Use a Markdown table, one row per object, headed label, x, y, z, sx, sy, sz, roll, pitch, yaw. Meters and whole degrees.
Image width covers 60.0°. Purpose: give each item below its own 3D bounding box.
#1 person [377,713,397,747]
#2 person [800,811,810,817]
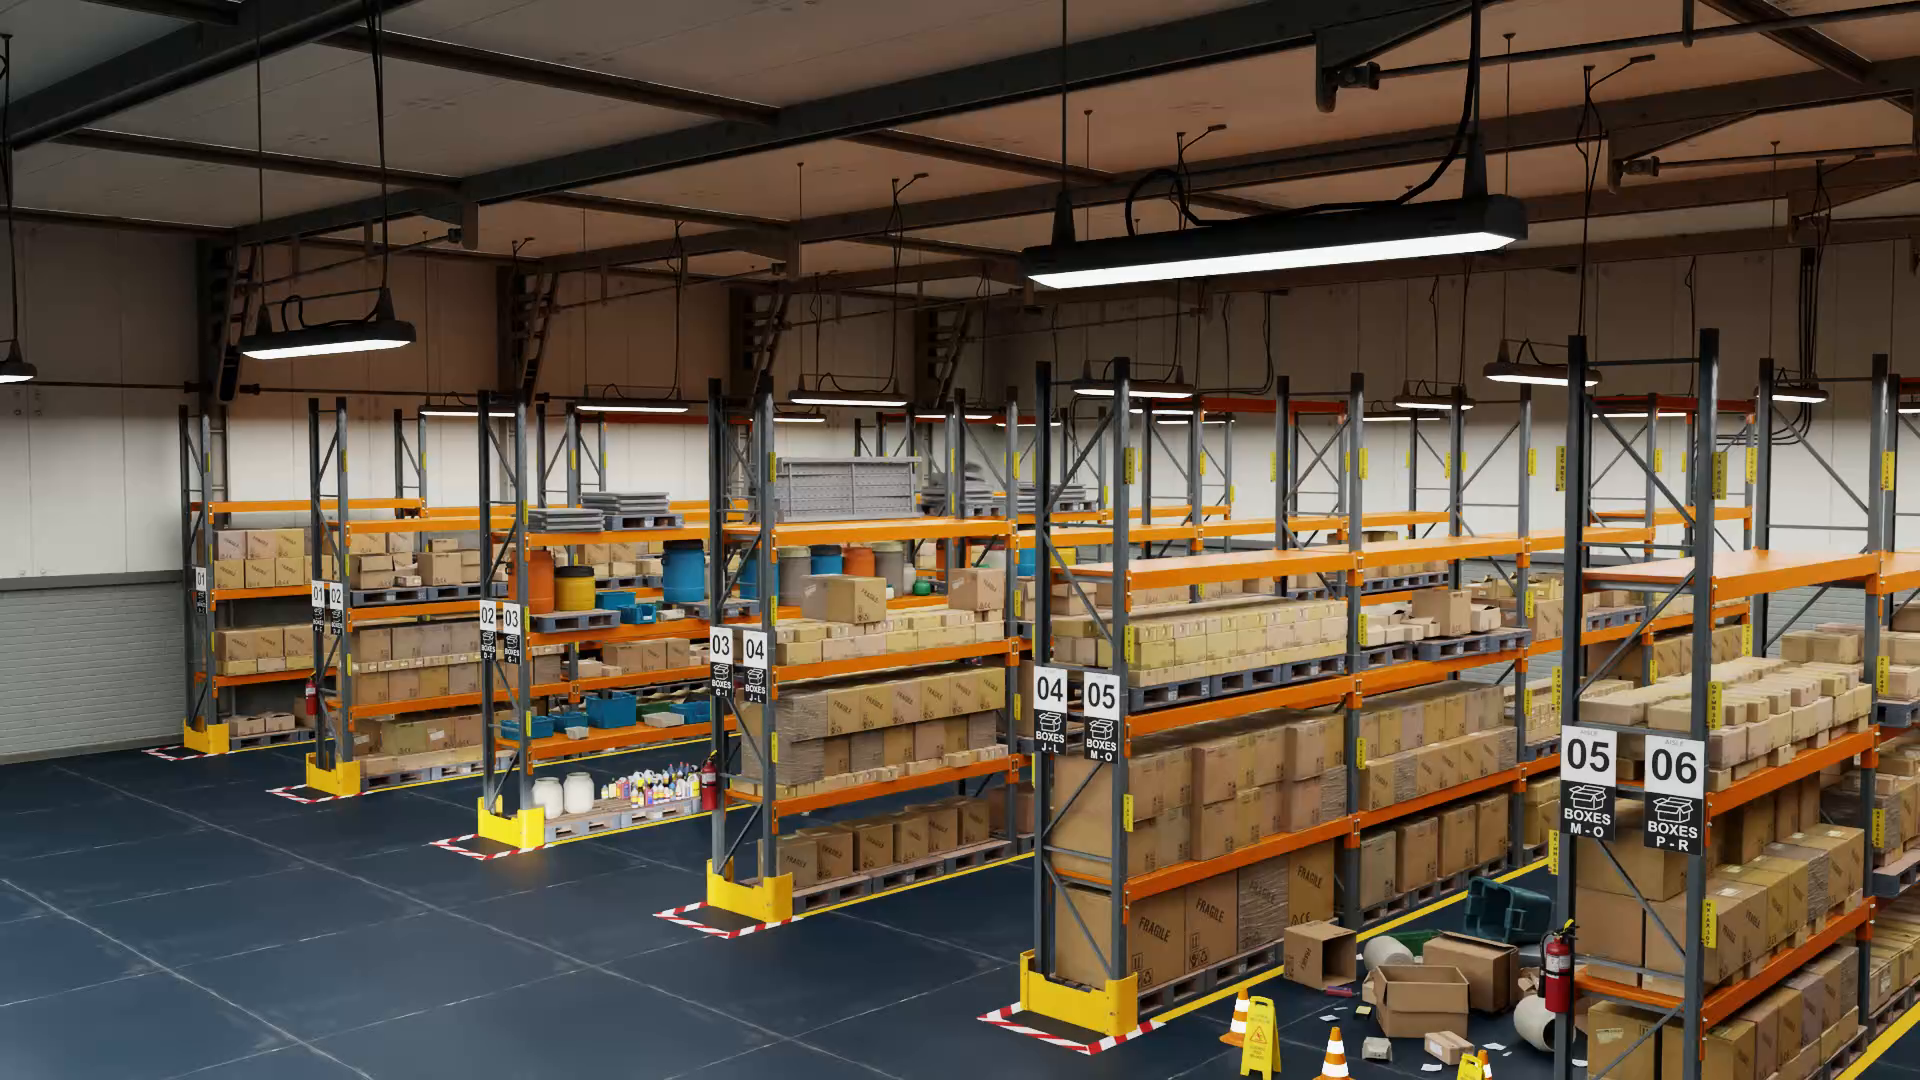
| label | x | y | z | sx | sy | sz | roll | pitch | yaw |
| --- | --- | --- | --- | --- | --- | --- | --- | --- | --- |
| person | -9.636 | 2.815 | 27.931 | 0.764 | 1.780 | 0.747 | -1 | 3 | -11 |
| person | -2.186 | 3.021 | 23.813 | 0.642 | 1.752 | 0.862 | 0 | 3 | 4 |
